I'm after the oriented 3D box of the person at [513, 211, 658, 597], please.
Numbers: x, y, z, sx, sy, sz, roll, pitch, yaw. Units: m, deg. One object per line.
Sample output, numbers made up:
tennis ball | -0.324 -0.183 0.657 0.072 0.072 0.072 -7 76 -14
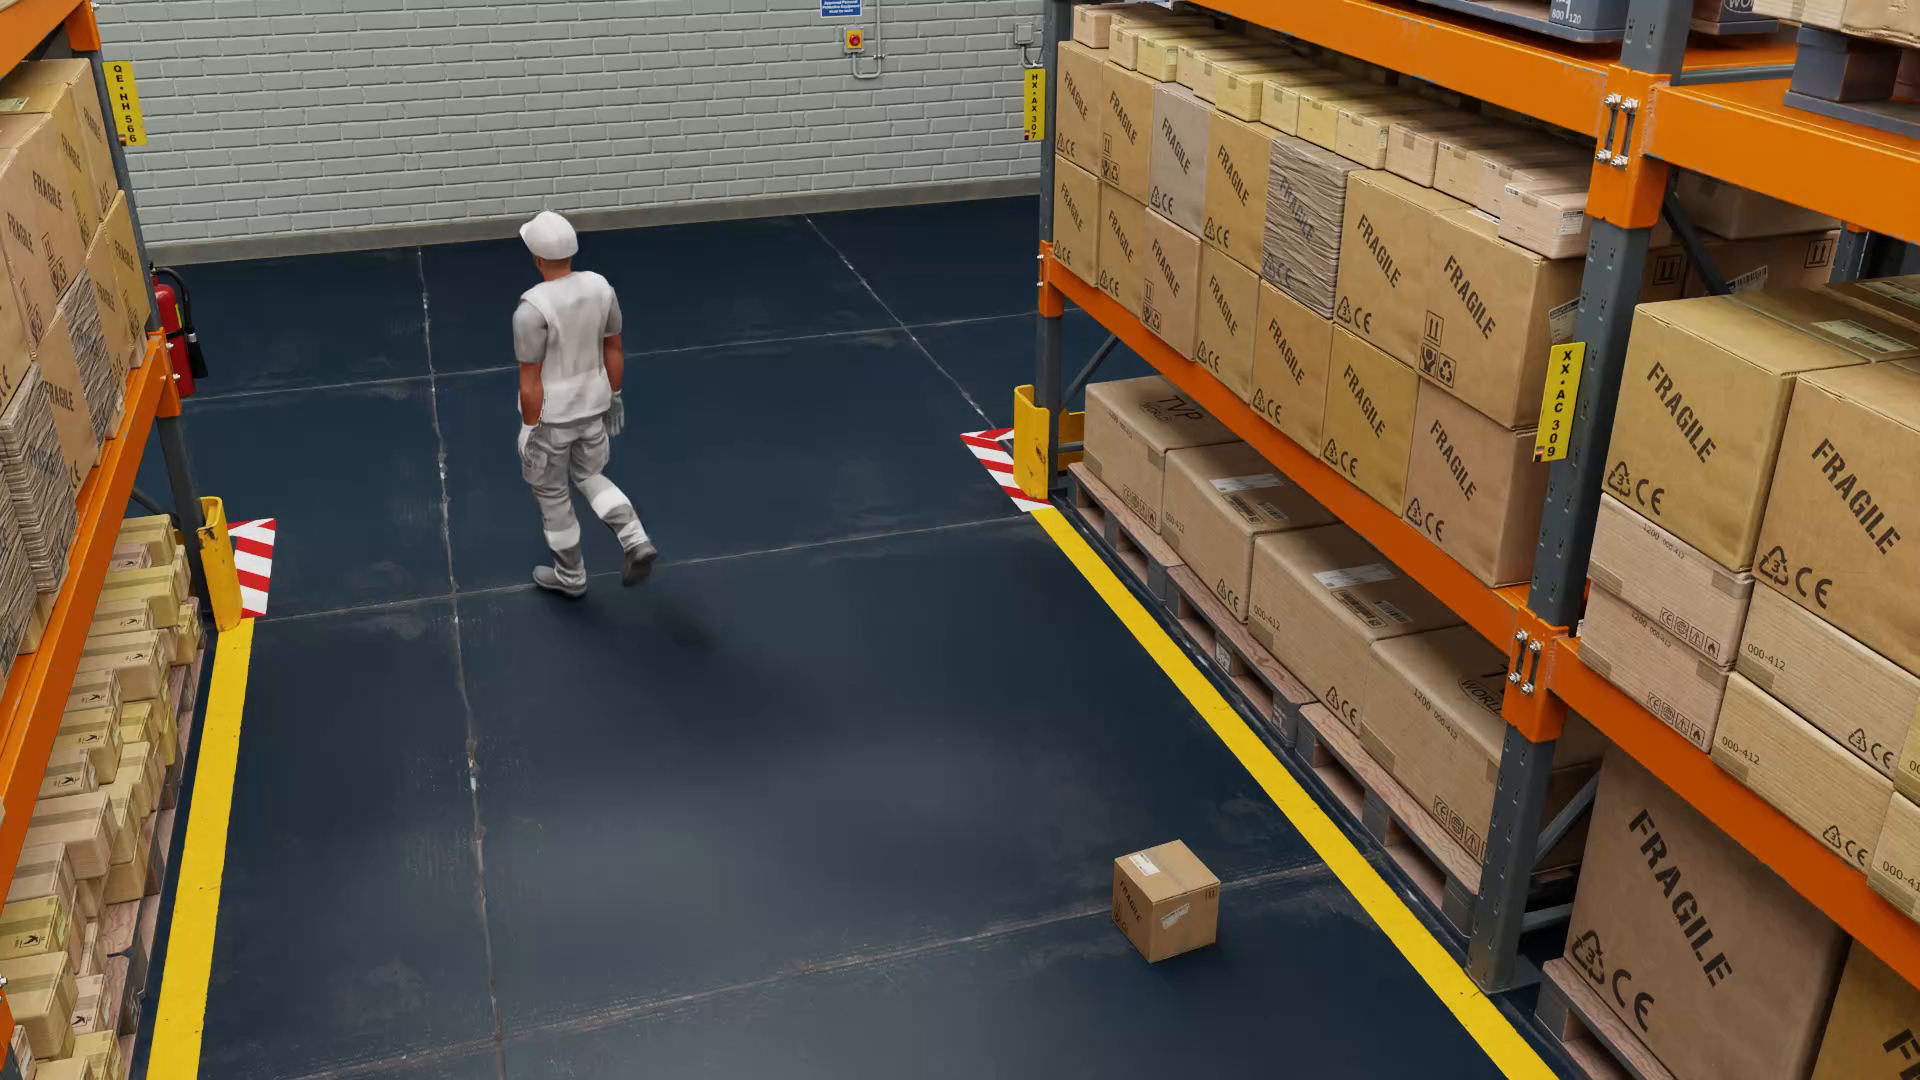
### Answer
person | -1.663 -0.544 7.155 0.672 1.777 0.549 20 32 35
